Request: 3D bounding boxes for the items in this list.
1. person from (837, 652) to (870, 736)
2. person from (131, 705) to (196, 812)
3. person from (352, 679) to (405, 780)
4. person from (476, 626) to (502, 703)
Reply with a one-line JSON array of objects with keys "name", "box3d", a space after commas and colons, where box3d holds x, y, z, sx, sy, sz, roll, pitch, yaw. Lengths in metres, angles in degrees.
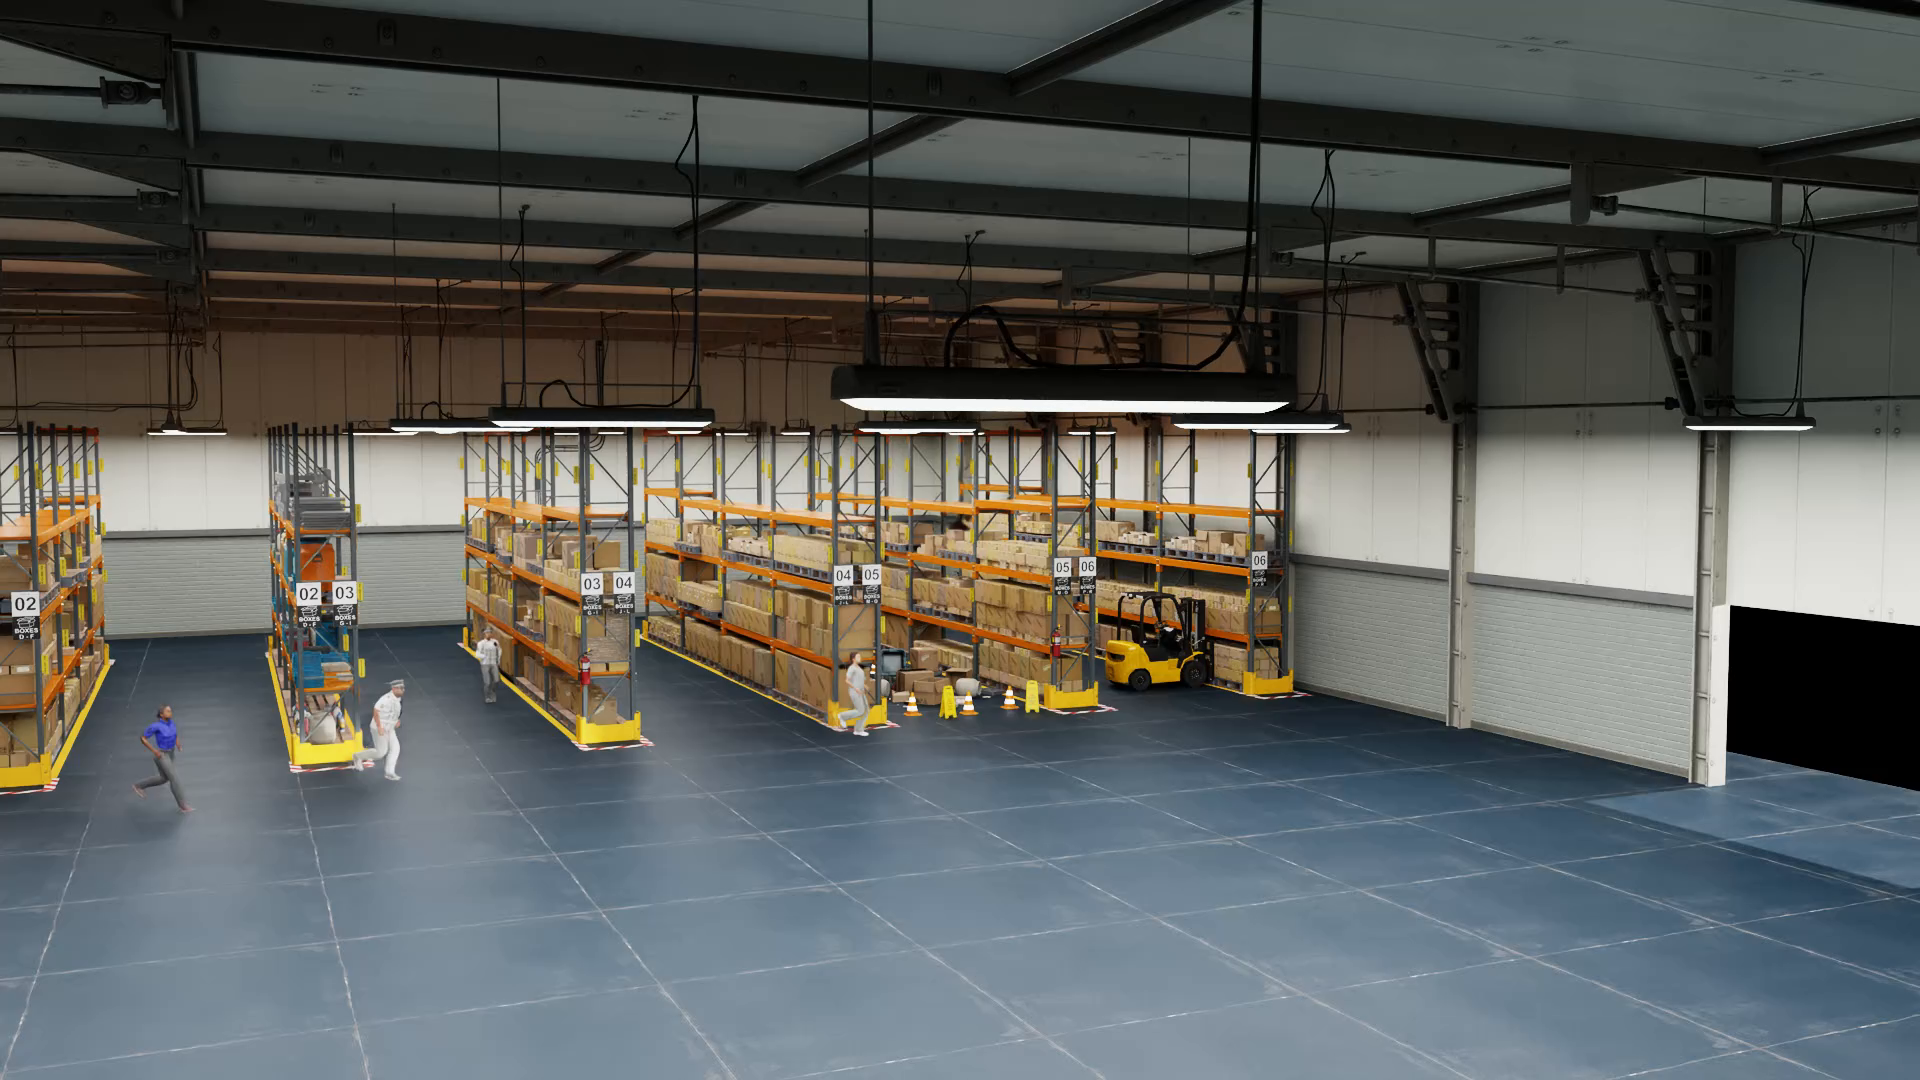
[{"name": "person", "box3d": [-2.042, 2.956, 32.066, 0.623, 1.628, 0.565, 1, 4, 19]}, {"name": "person", "box3d": [-12.249, 3.368, 25.563, 1.051, 1.661, 0.547, 0, 3, 4]}, {"name": "person", "box3d": [-9.765, 3.191, 27.962, 0.901, 1.713, 0.667, 0, 3, -1]}, {"name": "person", "box3d": [-10.114, 2.690, 35.831, 0.600, 1.658, 0.579, -2, 4, -28]}]
